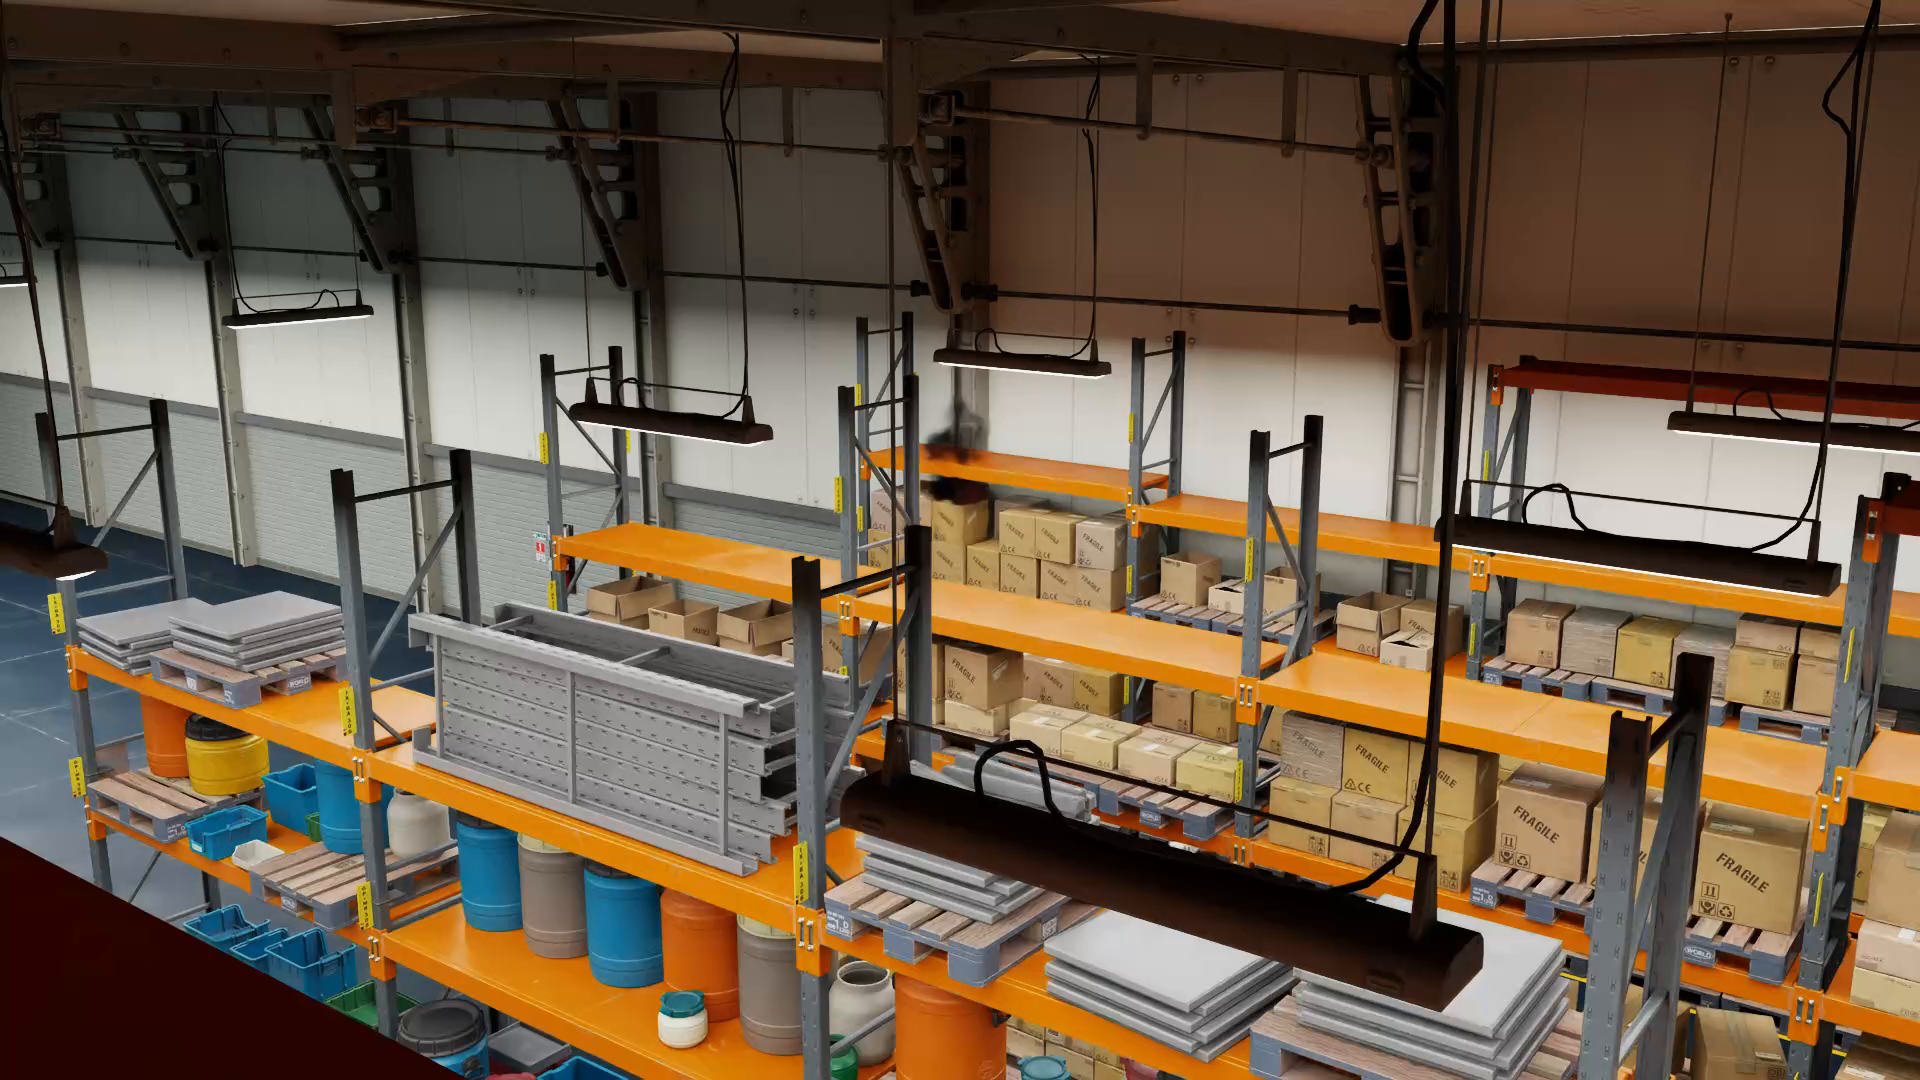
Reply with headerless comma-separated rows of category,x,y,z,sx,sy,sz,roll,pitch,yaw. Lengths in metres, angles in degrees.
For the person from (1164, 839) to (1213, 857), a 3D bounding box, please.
person,2.219,3.464,16.595,0.727,1.753,0.560,7,15,27
